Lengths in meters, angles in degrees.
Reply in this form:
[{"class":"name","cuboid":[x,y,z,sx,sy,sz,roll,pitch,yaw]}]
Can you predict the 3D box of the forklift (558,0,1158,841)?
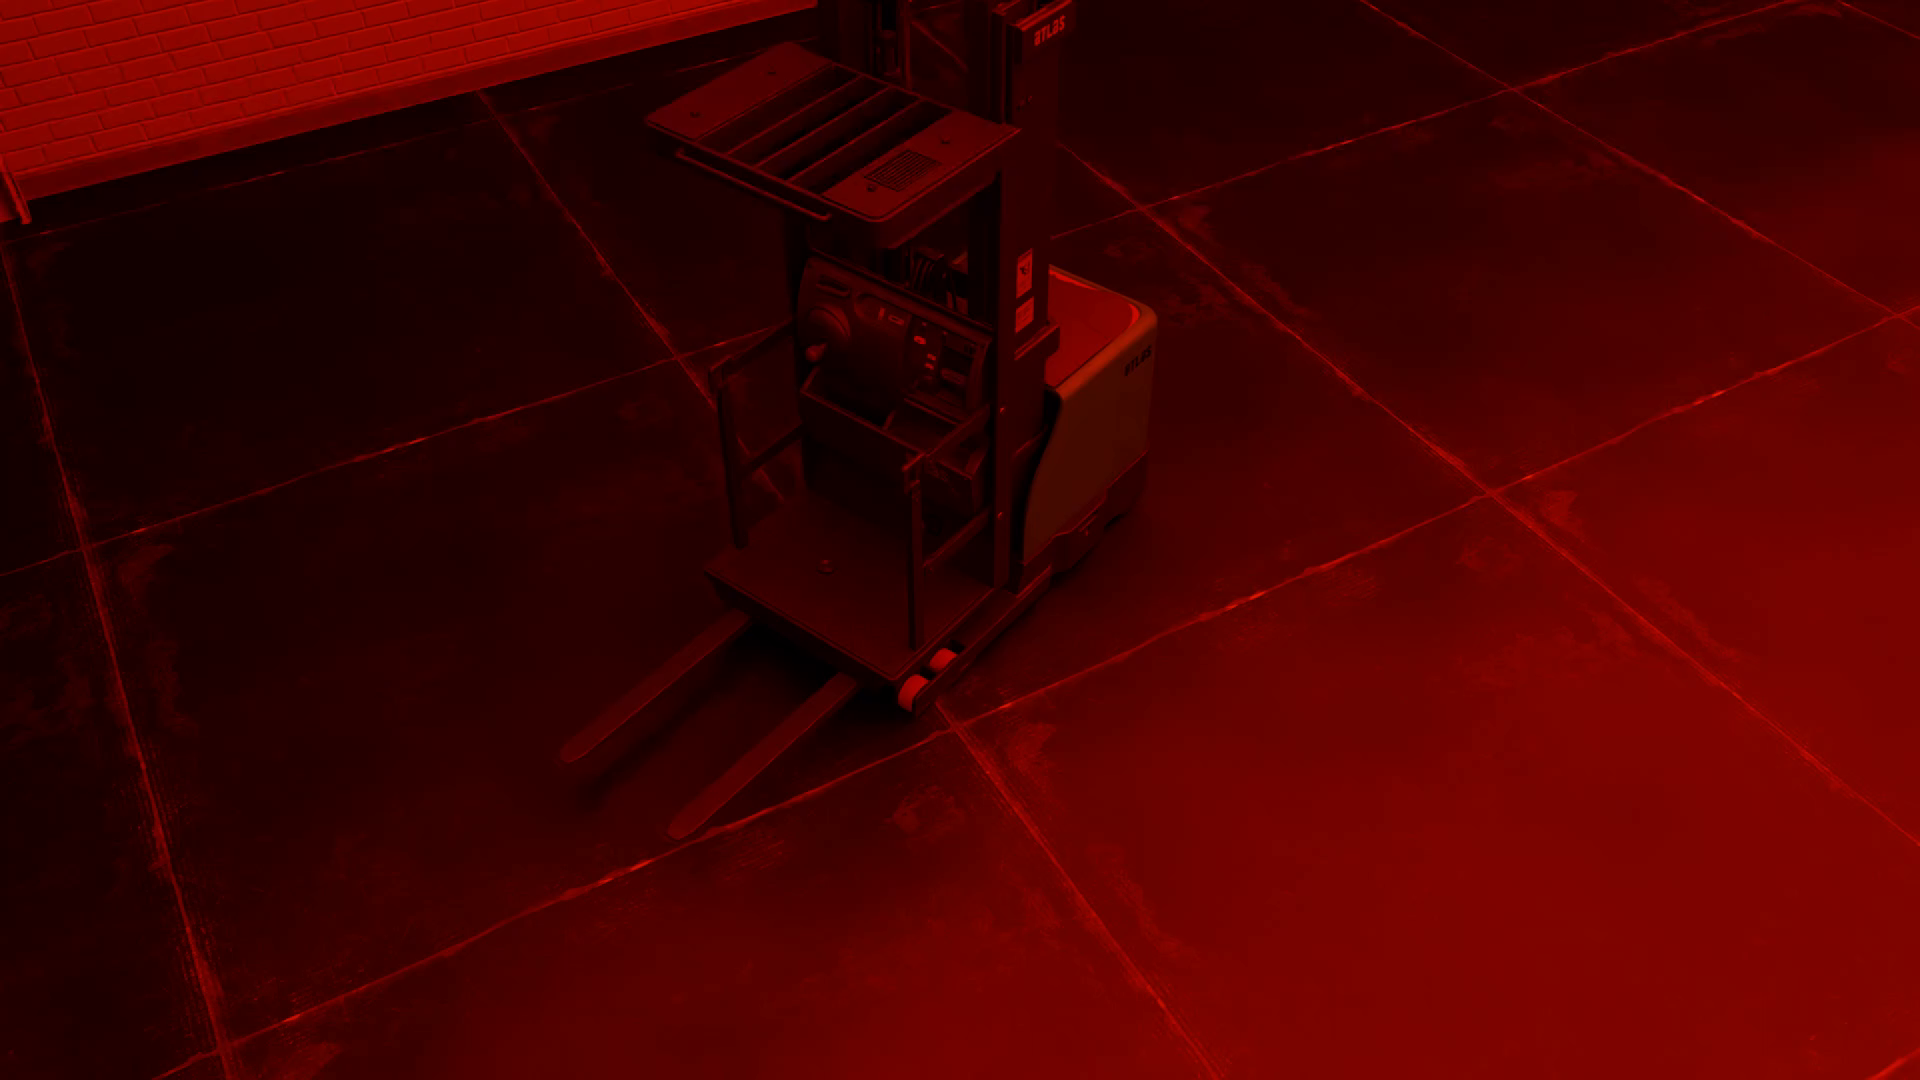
[{"class":"forklift","cuboid":[-0.405,-0.722,6.476,1.130,2.935,3.031,28,50,27]}]
